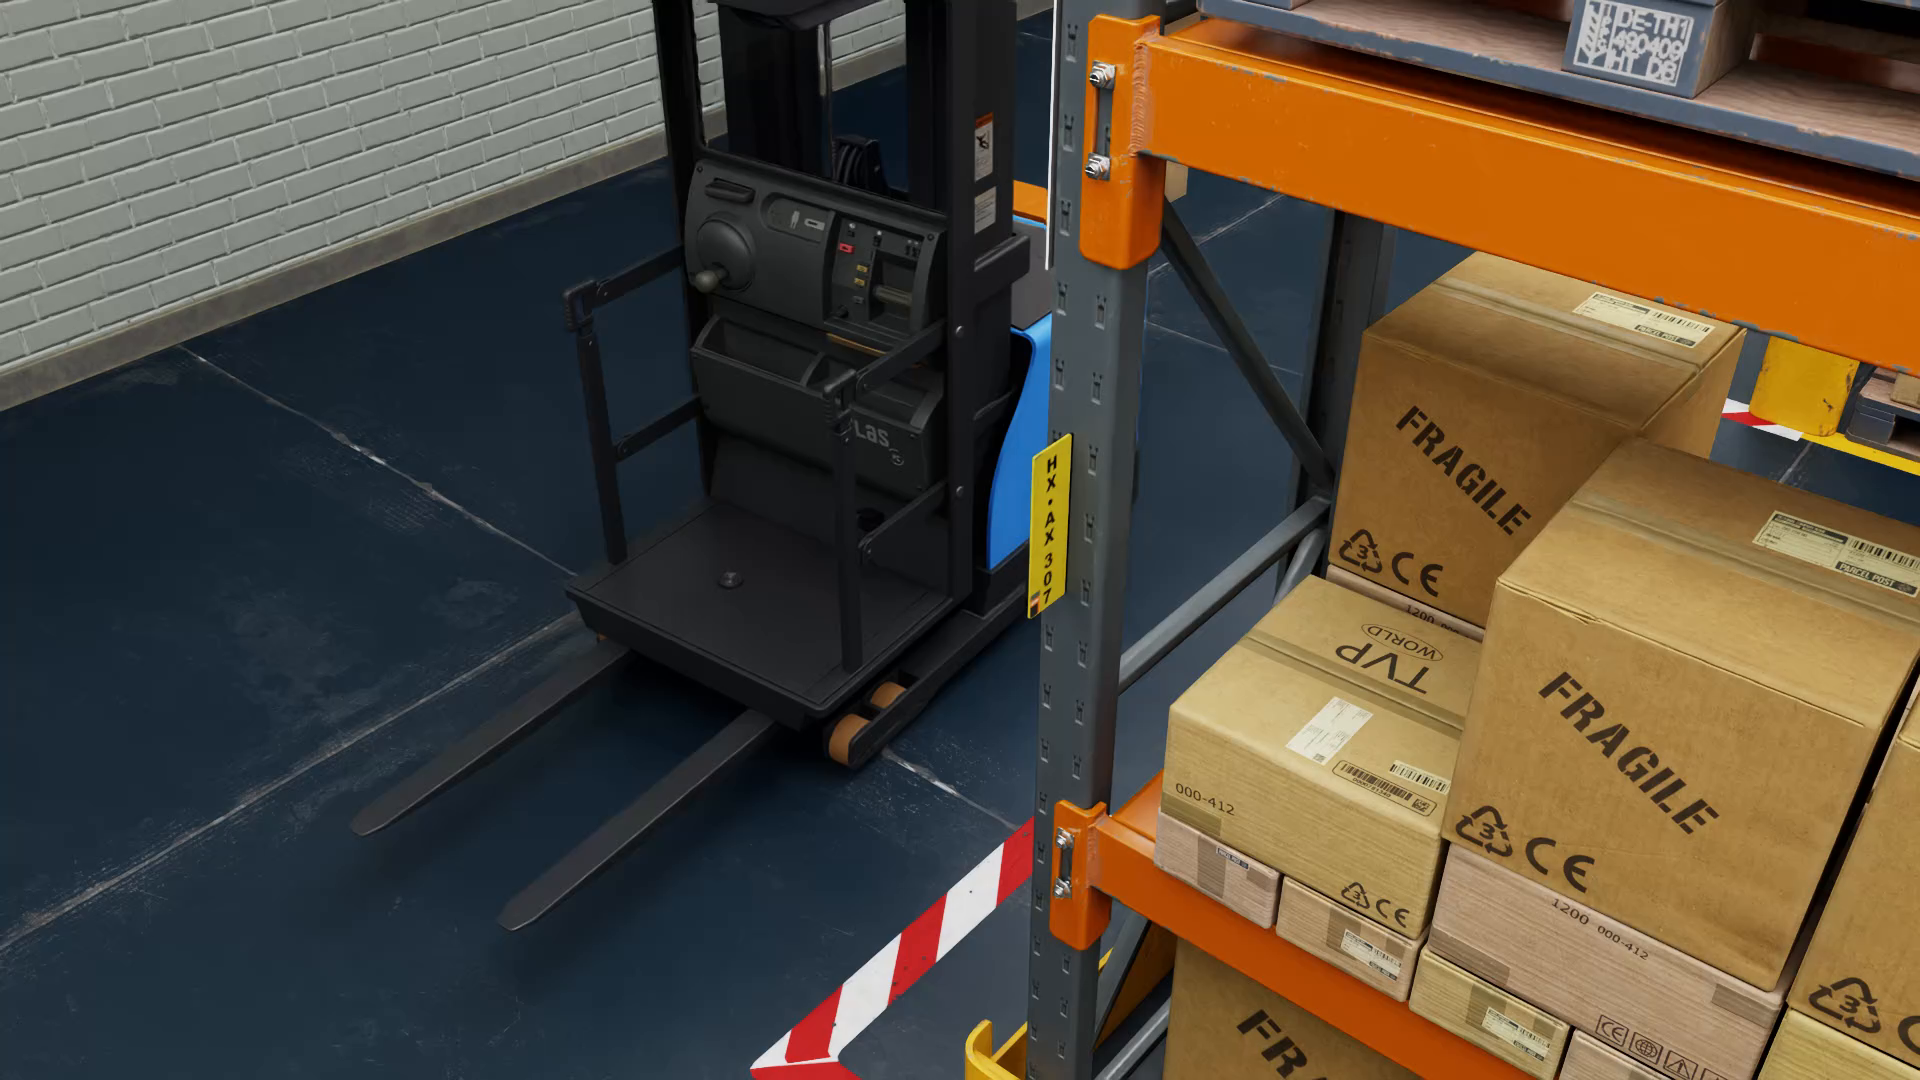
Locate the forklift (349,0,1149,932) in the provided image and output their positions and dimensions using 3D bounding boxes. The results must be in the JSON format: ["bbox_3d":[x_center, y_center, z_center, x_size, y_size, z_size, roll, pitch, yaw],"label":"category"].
[{"bbox_3d":[-0.578,-0.806,4.835,1.130,2.935,3.031,22,40,28],"label":"forklift"}]

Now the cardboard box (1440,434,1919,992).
[{"bbox_3d":[1.090,0.233,2.468,0.500,0.500,0.500,24,41,31],"label":"cardboard box"}]

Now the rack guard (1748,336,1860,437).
[{"bbox_3d":[3.819,-0.933,7.167,0.348,0.500,1.175,25,42,32],"label":"rack guard"}]

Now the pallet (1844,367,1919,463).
[{"bbox_3d":[4.421,-0.504,6.797,1.213,0.211,1.003,25,42,32],"label":"pallet"}]

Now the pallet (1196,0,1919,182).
[{"bbox_3d":[1.087,-0.805,2.201,1.213,0.211,1.003,25,42,32],"label":"pallet"}]

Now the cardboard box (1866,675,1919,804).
[{"bbox_3d":[1.441,0.314,3.013,0.500,0.250,0.500,24,41,31],"label":"cardboard box"}]

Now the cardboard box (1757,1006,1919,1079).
[{"bbox_3d":[1.493,0.730,2.407,0.500,0.250,0.500,24,41,30],"label":"cardboard box"}]

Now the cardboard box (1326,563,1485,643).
[{"bbox_3d":[1.052,0.130,3.281,0.500,0.250,0.500,25,41,31],"label":"cardboard box"}]

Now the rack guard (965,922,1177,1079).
[{"bbox_3d":[0.491,1.152,4.130,0.348,0.500,1.175,25,42,32],"label":"rack guard"}]

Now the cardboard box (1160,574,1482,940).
[{"bbox_3d":[0.706,0.361,2.944,0.500,0.250,0.500,24,41,31],"label":"cardboard box"}]

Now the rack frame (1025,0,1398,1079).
[{"bbox_3d":[0.510,0.131,3.410,0.127,3.000,1.000,25,42,32],"label":"rack frame"}]

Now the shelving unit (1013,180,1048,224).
[{"bbox_3d":[0.292,-0.894,6.493,0.503,1.200,0.258,21,40,28],"label":"shelving unit"}]

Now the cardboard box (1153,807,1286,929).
[{"bbox_3d":[0.571,0.506,3.085,0.250,0.149,0.380,26,42,32],"label":"cardboard box"}]

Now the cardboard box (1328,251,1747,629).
[{"bbox_3d":[1.052,-0.177,3.066,0.500,0.500,0.500,26,42,32],"label":"cardboard box"}]

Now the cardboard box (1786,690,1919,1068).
[{"bbox_3d":[1.492,0.418,2.199,0.500,0.500,0.500,24,41,31],"label":"cardboard box"}]

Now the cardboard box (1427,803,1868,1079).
[{"bbox_3d":[1.110,0.547,2.674,0.500,0.250,0.500,25,41,31],"label":"cardboard box"}]

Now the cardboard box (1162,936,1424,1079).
[{"bbox_3d":[1.053,1.030,3.606,0.875,0.875,0.875,25,42,32],"label":"cardboard box"}]

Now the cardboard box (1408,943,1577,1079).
[{"bbox_3d":[0.966,0.691,2.816,0.250,0.149,0.380,24,41,31],"label":"cardboard box"}]

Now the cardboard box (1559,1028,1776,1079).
[{"bbox_3d":[1.168,0.785,2.679,0.250,0.149,0.380,25,41,31],"label":"cardboard box"}]

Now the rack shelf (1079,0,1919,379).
[{"bbox_3d":[2.047,-0.085,1.710,4.000,0.370,1.077,25,42,32],"label":"rack shelf"}]

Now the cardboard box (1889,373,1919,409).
[{"bbox_3d":[3.959,-0.660,6.708,0.250,0.149,0.380,26,42,33],"label":"cardboard box"}]

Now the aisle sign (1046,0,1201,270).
[{"bbox_3d":[0.262,-0.837,2.522,0.004,0.787,0.394,25,42,32],"label":"aisle sign"}]

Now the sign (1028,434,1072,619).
[{"bbox_3d":[0.150,-0.020,2.794,0.005,0.325,0.100,25,42,32],"label":"sign"}]

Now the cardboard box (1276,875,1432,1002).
[{"bbox_3d":[0.769,0.599,2.951,0.250,0.149,0.380,25,41,31],"label":"cardboard box"}]

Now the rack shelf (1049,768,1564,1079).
[{"bbox_3d":[2.047,1.152,2.559,4.000,0.370,1.077,25,42,32],"label":"rack shelf"}]

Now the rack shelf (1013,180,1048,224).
[{"bbox_3d":[0.292,-1.218,6.270,0.480,0.148,0.258,21,40,28],"label":"rack shelf"}]
